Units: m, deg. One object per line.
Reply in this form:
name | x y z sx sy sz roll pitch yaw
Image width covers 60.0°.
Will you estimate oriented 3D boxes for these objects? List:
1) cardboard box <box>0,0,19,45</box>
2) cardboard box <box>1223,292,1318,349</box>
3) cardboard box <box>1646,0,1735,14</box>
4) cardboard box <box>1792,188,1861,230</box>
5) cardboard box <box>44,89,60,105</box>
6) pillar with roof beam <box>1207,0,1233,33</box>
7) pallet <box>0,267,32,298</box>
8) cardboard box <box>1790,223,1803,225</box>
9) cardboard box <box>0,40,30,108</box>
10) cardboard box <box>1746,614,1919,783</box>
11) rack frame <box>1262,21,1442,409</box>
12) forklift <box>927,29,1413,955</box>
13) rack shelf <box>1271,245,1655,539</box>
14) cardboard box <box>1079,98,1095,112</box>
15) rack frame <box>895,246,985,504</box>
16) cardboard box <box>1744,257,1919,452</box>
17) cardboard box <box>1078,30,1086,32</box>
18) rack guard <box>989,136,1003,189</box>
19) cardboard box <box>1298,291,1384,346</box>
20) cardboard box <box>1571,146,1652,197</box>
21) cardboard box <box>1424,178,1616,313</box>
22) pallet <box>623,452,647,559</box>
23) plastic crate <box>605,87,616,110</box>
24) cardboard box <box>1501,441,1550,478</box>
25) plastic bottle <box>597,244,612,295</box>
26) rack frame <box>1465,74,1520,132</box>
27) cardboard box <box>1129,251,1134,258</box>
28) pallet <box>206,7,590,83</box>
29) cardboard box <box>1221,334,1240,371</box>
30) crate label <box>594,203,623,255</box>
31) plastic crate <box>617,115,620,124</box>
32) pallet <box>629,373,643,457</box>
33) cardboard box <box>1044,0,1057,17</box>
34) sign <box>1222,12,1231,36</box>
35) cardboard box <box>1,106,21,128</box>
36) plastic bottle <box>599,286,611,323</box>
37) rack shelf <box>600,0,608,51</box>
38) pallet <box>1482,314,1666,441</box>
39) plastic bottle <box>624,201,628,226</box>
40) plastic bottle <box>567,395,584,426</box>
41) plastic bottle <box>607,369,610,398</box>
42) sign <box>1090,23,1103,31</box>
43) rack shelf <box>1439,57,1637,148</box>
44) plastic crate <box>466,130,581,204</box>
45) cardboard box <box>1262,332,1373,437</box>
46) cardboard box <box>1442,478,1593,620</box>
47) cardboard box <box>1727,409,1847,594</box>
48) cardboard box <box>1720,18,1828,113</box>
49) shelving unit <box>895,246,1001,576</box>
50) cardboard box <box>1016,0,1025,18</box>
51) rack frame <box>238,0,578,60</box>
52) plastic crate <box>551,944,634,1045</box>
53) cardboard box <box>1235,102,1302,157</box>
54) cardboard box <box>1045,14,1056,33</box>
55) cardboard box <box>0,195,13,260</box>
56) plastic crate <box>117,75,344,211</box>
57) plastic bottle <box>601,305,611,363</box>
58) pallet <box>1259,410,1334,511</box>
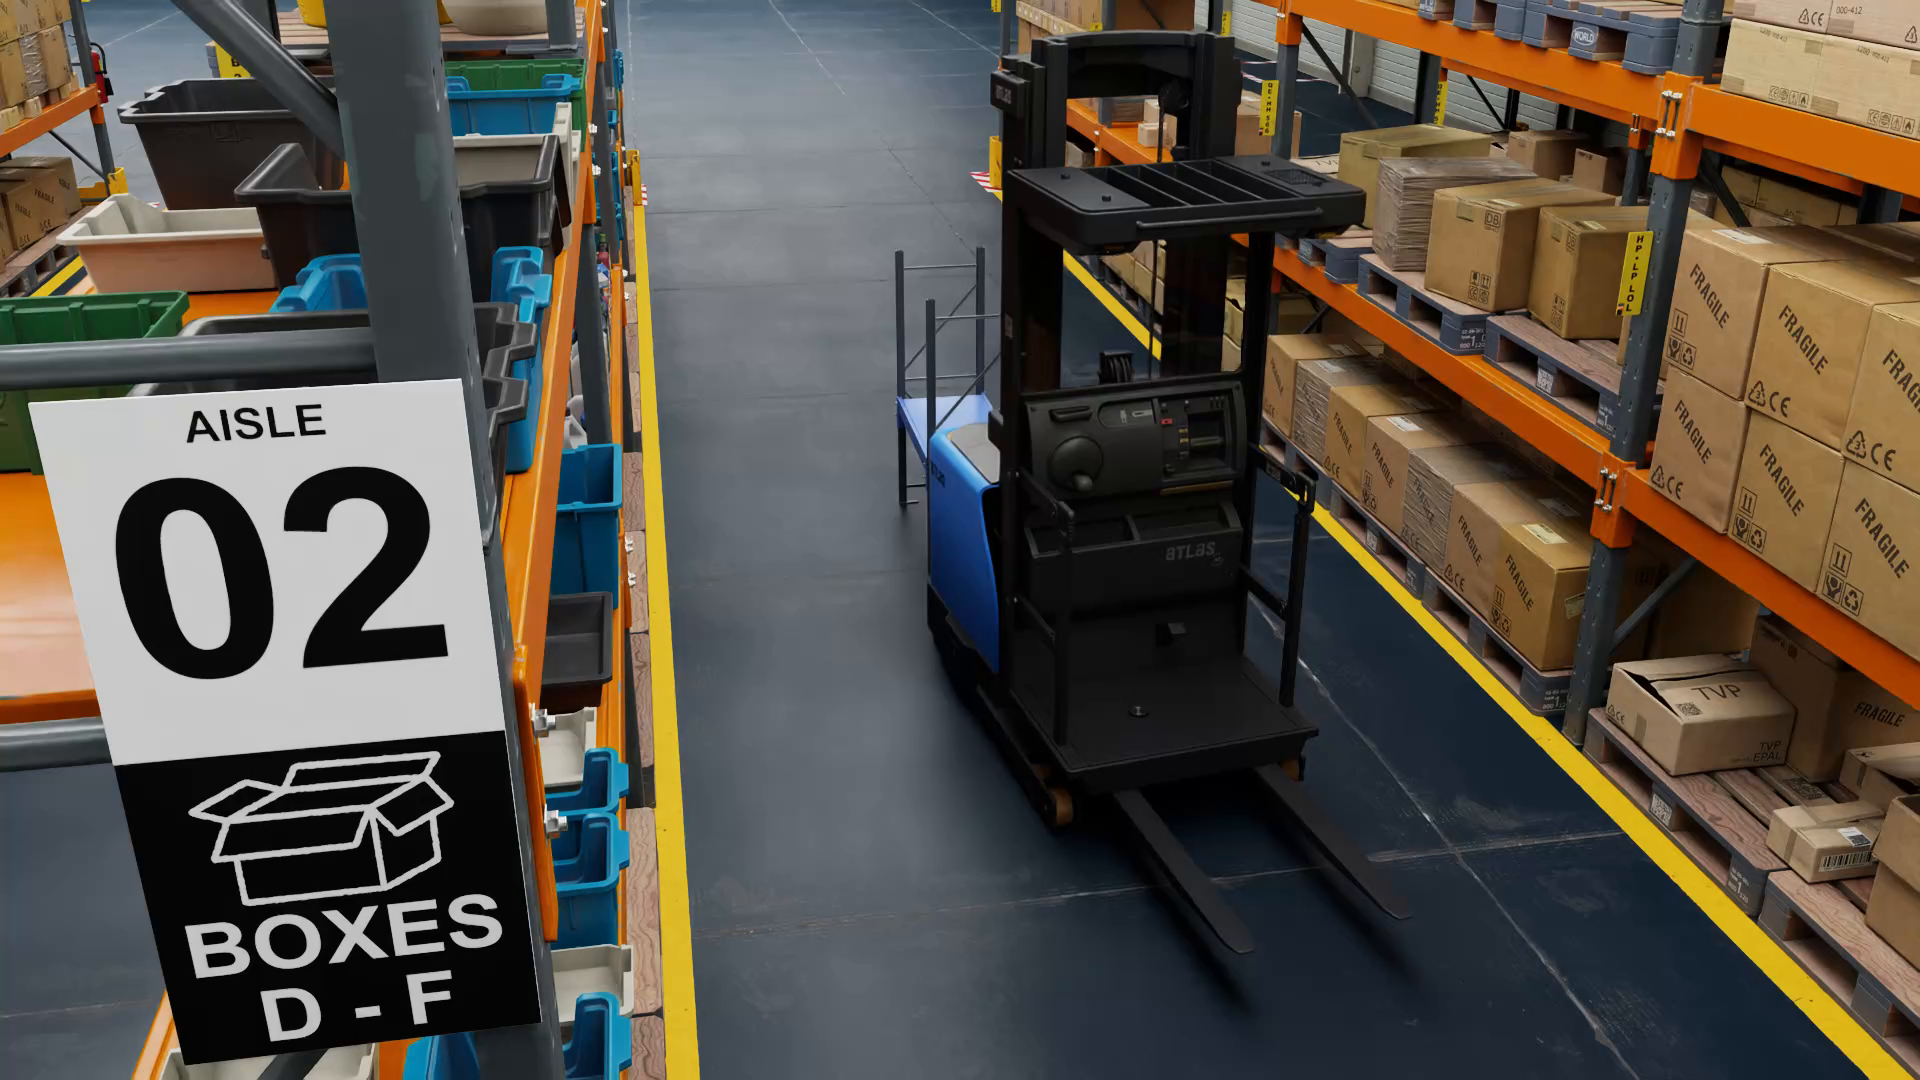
cardboard box | -8.197 -4.376 13.776 0.500 0.500 0.500 -4 24 -10
cardboard box | 2.062 -1.486 11.115 0.500 0.311 0.500 -4 24 -8
cardboard box | 3.120 -2.398 6.470 0.600 0.600 0.600 -7 24 -15
cardboard box | 6.941 -2.587 13.062 0.500 0.250 0.500 -4 24 -10
cardboard box | -8.385 -4.020 15.020 0.380 0.149 0.250 -4 24 -10
pillar with roof beam | 0.319 -12.563 26.772 9.100 9.000 0.400 -4 24 -10
pallet | -8.234 -1.934 13.415 1.003 0.211 1.213 -4 24 -10
cardboard box | 6.984 -2.217 13.152 0.700 0.500 0.500 -4 24 -10
cardboard box | -8.398 -3.903 13.941 0.875 0.500 0.500 -4 24 -10
cardboard box | 3.525 0.611 6.676 0.500 0.500 0.500 -4 24 -10
rack frame | 2.401 -2.109 10.331 1.000 3.000 0.127 -4 24 -10
forklift | 0.780 -0.378 6.454 1.130 2.935 3.031 -7 25 -16
rack shelf | 2.771 -0.993 8.674 1.077 0.370 4.000 -4 24 -10
cardboard box | 1.469 -4.109 14.786 0.700 0.500 0.500 -5 24 -10
rack frame | -0.110 -0.921 9.484 0.500 1.500 0.032 -4 24 -10
cardboard box | 3.047 -0.631 5.572 0.500 0.500 0.500 -5 24 -11
cardboard box | 1.257 -4.420 14.687 0.380 0.149 0.250 -4 24 -10
rack guard | 0.917 -4.120 18.058 1.175 0.500 0.348 -4 24 -10
cardboard box | 2.593 -1.526 11.207 0.500 0.311 0.500 -4 24 -8
cardboard box | 6.298 -3.512 16.117 0.500 0.500 0.500 -6 24 -14
cardboard box | 2.753 -1.464 8.205 0.700 0.500 0.500 -11 26 -23
pallet | -2.281 -0.159 9.350 1.003 0.211 1.213 -4 24 -10
plastic crate | -2.817 -3.179 12.700 0.402 0.464 0.583 -4 24 -10
cardboard box | 3.096 -0.206 8.548 0.500 0.500 0.500 -4 24 -9
plastic bottle | -1.931 -1.472 9.019 0.061 0.283 0.133 -4 24 -10
rack frame | 5.789 -5.624 18.379 1.000 3.000 0.127 -4 24 -10
cardboard box | 1.581 -2.493 13.421 0.500 0.311 0.500 -5 24 -10
pallet | -1.969 -1.760 6.020 1.213 0.211 1.003 -4 24 -10
cardboard box | 2.064 -1.230 11.230 0.500 0.250 0.500 -4 24 -8
crate label | -2.177 -1.861 9.972 0.303 0.233 0.416 -4 24 -10
plastic crate | -3.179 -3.504 13.603 0.767 0.338 0.504 -4 24 -10
pallet | -2.573 -0.774 10.757 1.003 0.211 1.213 -4 24 -10
cardboard box | 1.202 -5.286 15.859 0.700 0.500 0.500 -4 24 -10
sign | 2.193 -4.221 13.818 0.100 0.325 0.005 -4 24 -10
cardboard box | -8.109 -3.531 13.902 0.380 0.149 0.250 -4 24 -10
plastic bottle | -1.837 -1.196 8.490 0.097 0.201 0.097 0 24 0
rack shelf | -2.837 -3.575 10.840 1.077 0.370 4.000 -4 24 -10
pallet | 3.100 -0.770 7.505 1.003 0.211 1.213 -4 24 -10
plastic bottle | -3.131 -2.998 15.221 0.152 0.276 0.135 -5 24 -11
plastic bottle | -1.507 -0.468 6.728 0.152 0.276 0.135 -4 24 -10
plastic bottle | -1.605 -0.702 7.357 0.097 0.201 0.097 0 24 0
sign | 1.116 -4.074 13.649 0.100 0.325 0.005 -4 24 -10
rack shelf | 6.159 -4.507 16.722 1.077 0.370 4.000 -4 24 -10
plastic crate | -1.119 -0.952 4.264 0.293 0.136 0.466 -4 24 -10
cardboard box | 2.204 -0.965 10.285 0.500 0.500 0.500 -3 24 -7
cardboard box | 2.685 0.040 7.983 0.500 0.500 0.500 -4 24 -10
cardboard box | 3.065 -0.160 5.743 0.500 0.500 0.500 -4 24 -9
cardboard box | 2.988 -1.632 5.678 0.500 0.250 0.500 -4 24 -10
shelving unit | -0.016 -0.721 9.027 0.538 1.500 1.048 -4 24 -10
cardboard box | 0.783 -5.428 16.996 0.380 0.149 0.250 -4 24 -10
rack frame | -1.728 -2.920 4.692 1.000 3.000 0.127 -4 24 -10
plastic crate | -0.814 0.976 3.523 0.250 0.136 0.298 -4 24 -10
cardboard box | 2.075 -2.814 11.820 0.500 0.500 0.500 -6 24 -13
cardboard box | 1.023 -4.922 15.837 0.380 0.149 0.250 -5 24 -10
cardboard box | -8.415 -2.621 14.102 0.500 0.500 0.500 -6 24 -14
plastic crate | -1.768 -0.976 4.153 0.497 0.269 0.590 -4 24 -10
plastic bottle | -1.703 -0.988 7.910 0.061 0.283 0.133 -4 24 -10
pallet | 2.502 -0.535 10.210 1.003 0.211 1.213 -4 24 -10
